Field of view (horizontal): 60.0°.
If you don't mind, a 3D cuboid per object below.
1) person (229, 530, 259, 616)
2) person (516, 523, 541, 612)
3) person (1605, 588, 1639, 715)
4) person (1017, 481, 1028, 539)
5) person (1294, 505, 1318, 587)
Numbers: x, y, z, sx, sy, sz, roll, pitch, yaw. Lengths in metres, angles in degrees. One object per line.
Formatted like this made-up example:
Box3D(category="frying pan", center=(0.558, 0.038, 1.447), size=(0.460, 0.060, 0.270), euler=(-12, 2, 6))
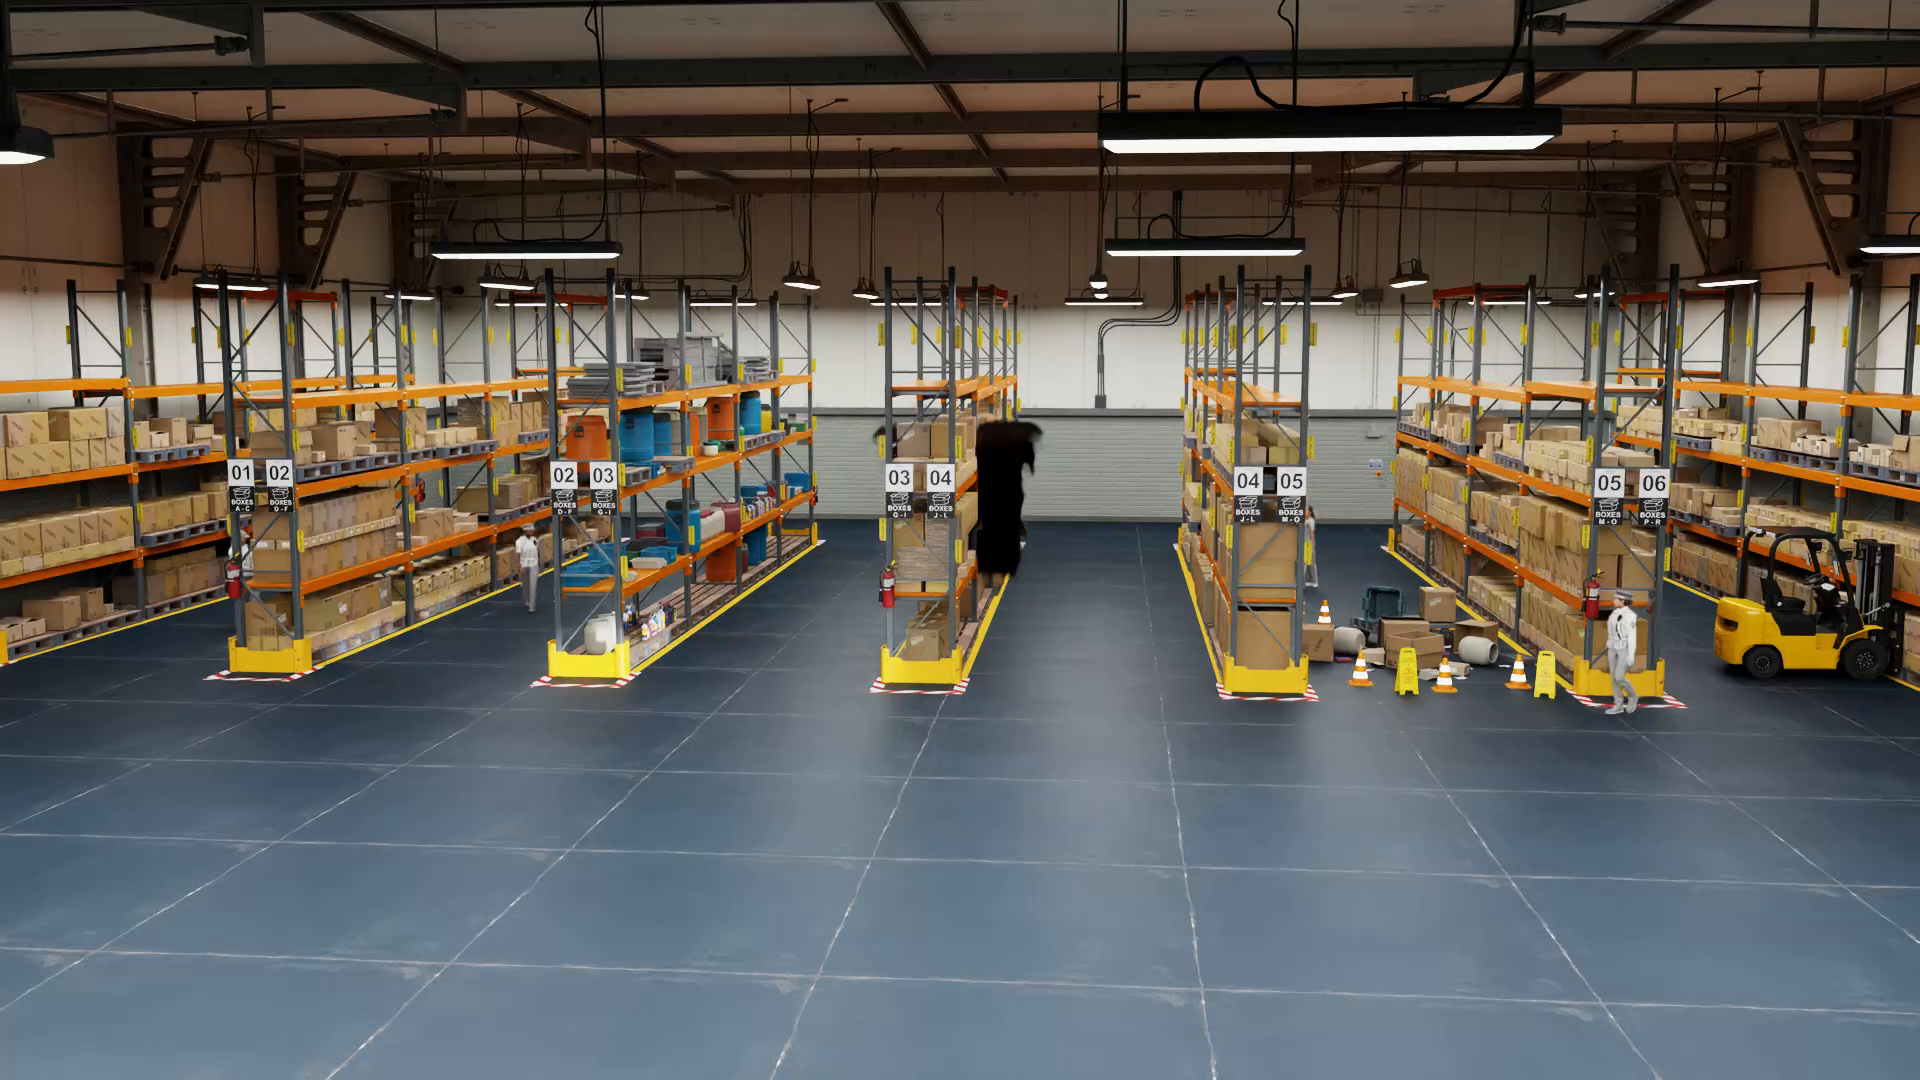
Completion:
Box3D(category="person", center=(-12.541, 0.676, 29.121), size=(0.399, 1.714, 0.553), euler=(5, 8, 34))
Box3D(category="person", center=(-7.913, 0.489, 30.527), size=(0.426, 1.636, 0.979), euler=(-1, 7, -6))
Box3D(category="person", center=(8.761, 1.484, 22.044), size=(0.426, 1.679, 0.497), euler=(-3, 8, -25))
Box3D(category="person", center=(1.173, -0.868, 41.166), size=(1.120, 1.723, 0.643), euler=(-5, 8, -34))
Box3D(category="person", center=(6.918, 0.122, 33.469), size=(0.610, 1.662, 0.495), euler=(2, 7, 16))
